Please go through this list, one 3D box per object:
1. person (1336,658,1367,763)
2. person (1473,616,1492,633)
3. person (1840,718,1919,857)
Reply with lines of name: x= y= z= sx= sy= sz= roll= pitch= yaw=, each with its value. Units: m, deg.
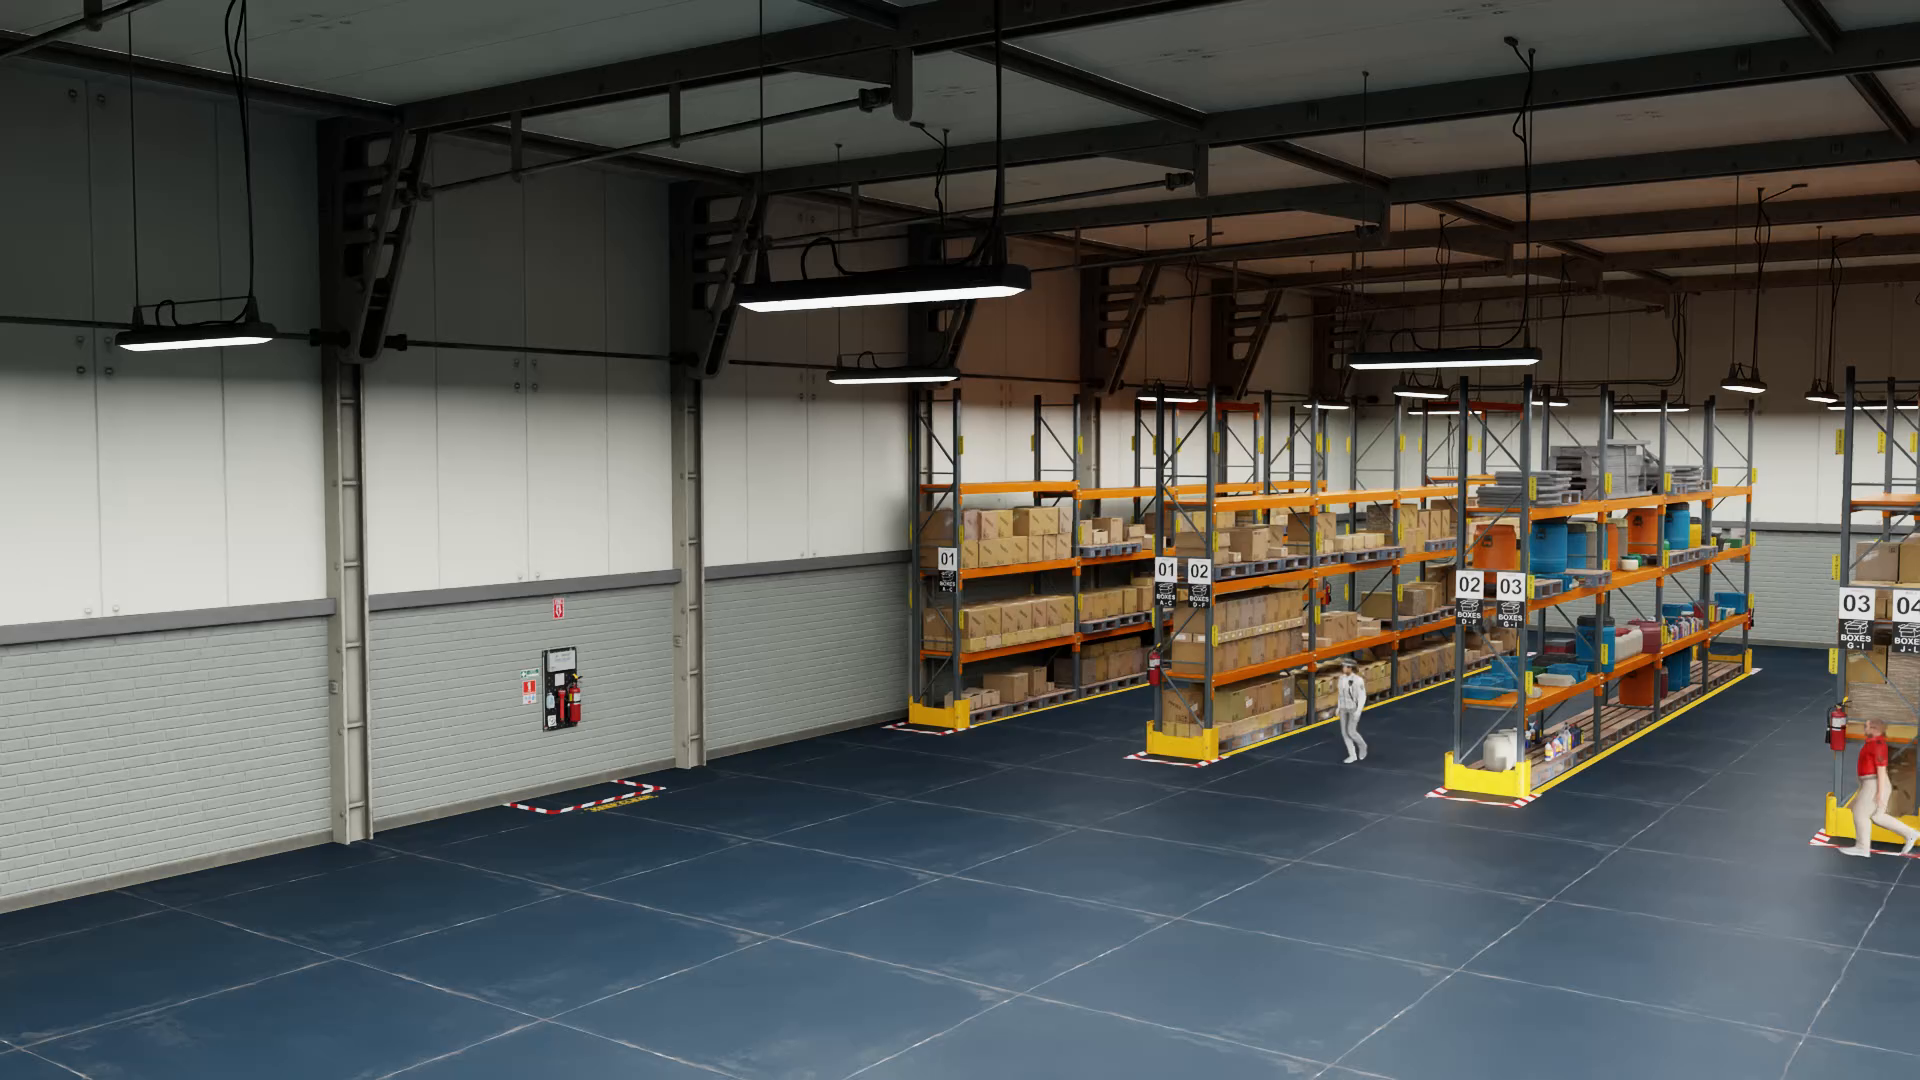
person: x=6.208 y=2.683 z=26.313 sx=0.480 sy=1.655 sz=0.552 roll=-3 pitch=4 yaw=-39
person: x=12.965 y=1.842 z=40.963 sx=0.901 sy=1.621 sz=0.480 roll=1 pitch=3 yaw=21
person: x=11.170 y=2.993 z=20.148 sx=0.861 sy=1.687 sz=0.568 roll=2 pitch=4 yaw=29
